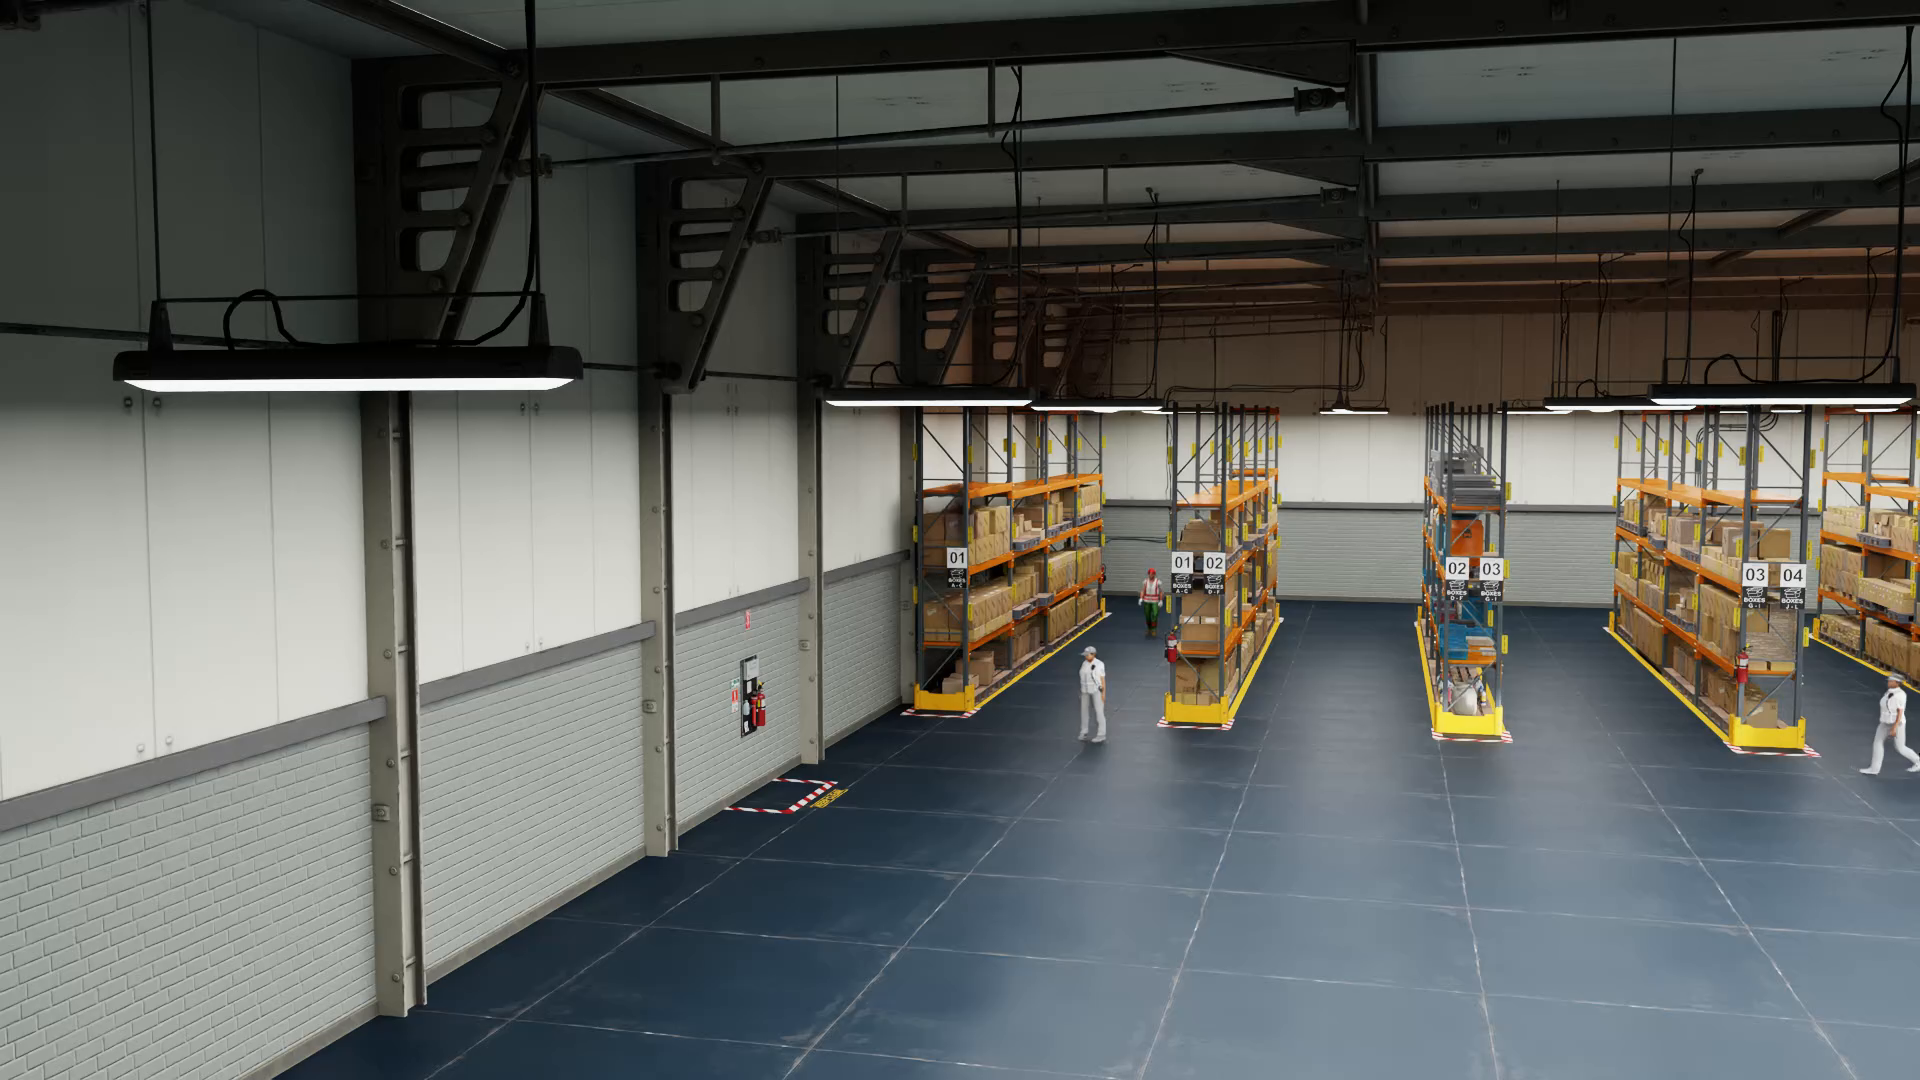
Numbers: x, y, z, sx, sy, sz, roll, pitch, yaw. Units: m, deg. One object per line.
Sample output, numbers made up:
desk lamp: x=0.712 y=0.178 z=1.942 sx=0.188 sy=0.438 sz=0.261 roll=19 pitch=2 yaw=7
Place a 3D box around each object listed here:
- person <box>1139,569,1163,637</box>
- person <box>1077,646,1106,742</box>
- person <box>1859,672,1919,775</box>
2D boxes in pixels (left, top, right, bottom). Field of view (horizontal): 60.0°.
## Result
person: x=4.989 y=1.621 z=43.488 sx=0.604 sy=1.743 sz=0.975 roll=1 pitch=4 yaw=11
person: x=2.326 y=2.712 z=29.479 sx=0.528 sy=1.670 sz=0.424 roll=3 pitch=5 yaw=38
person: x=14.902 y=2.931 z=26.532 sx=0.899 sy=1.655 sz=0.443 roll=-1 pitch=4 yaw=-8
